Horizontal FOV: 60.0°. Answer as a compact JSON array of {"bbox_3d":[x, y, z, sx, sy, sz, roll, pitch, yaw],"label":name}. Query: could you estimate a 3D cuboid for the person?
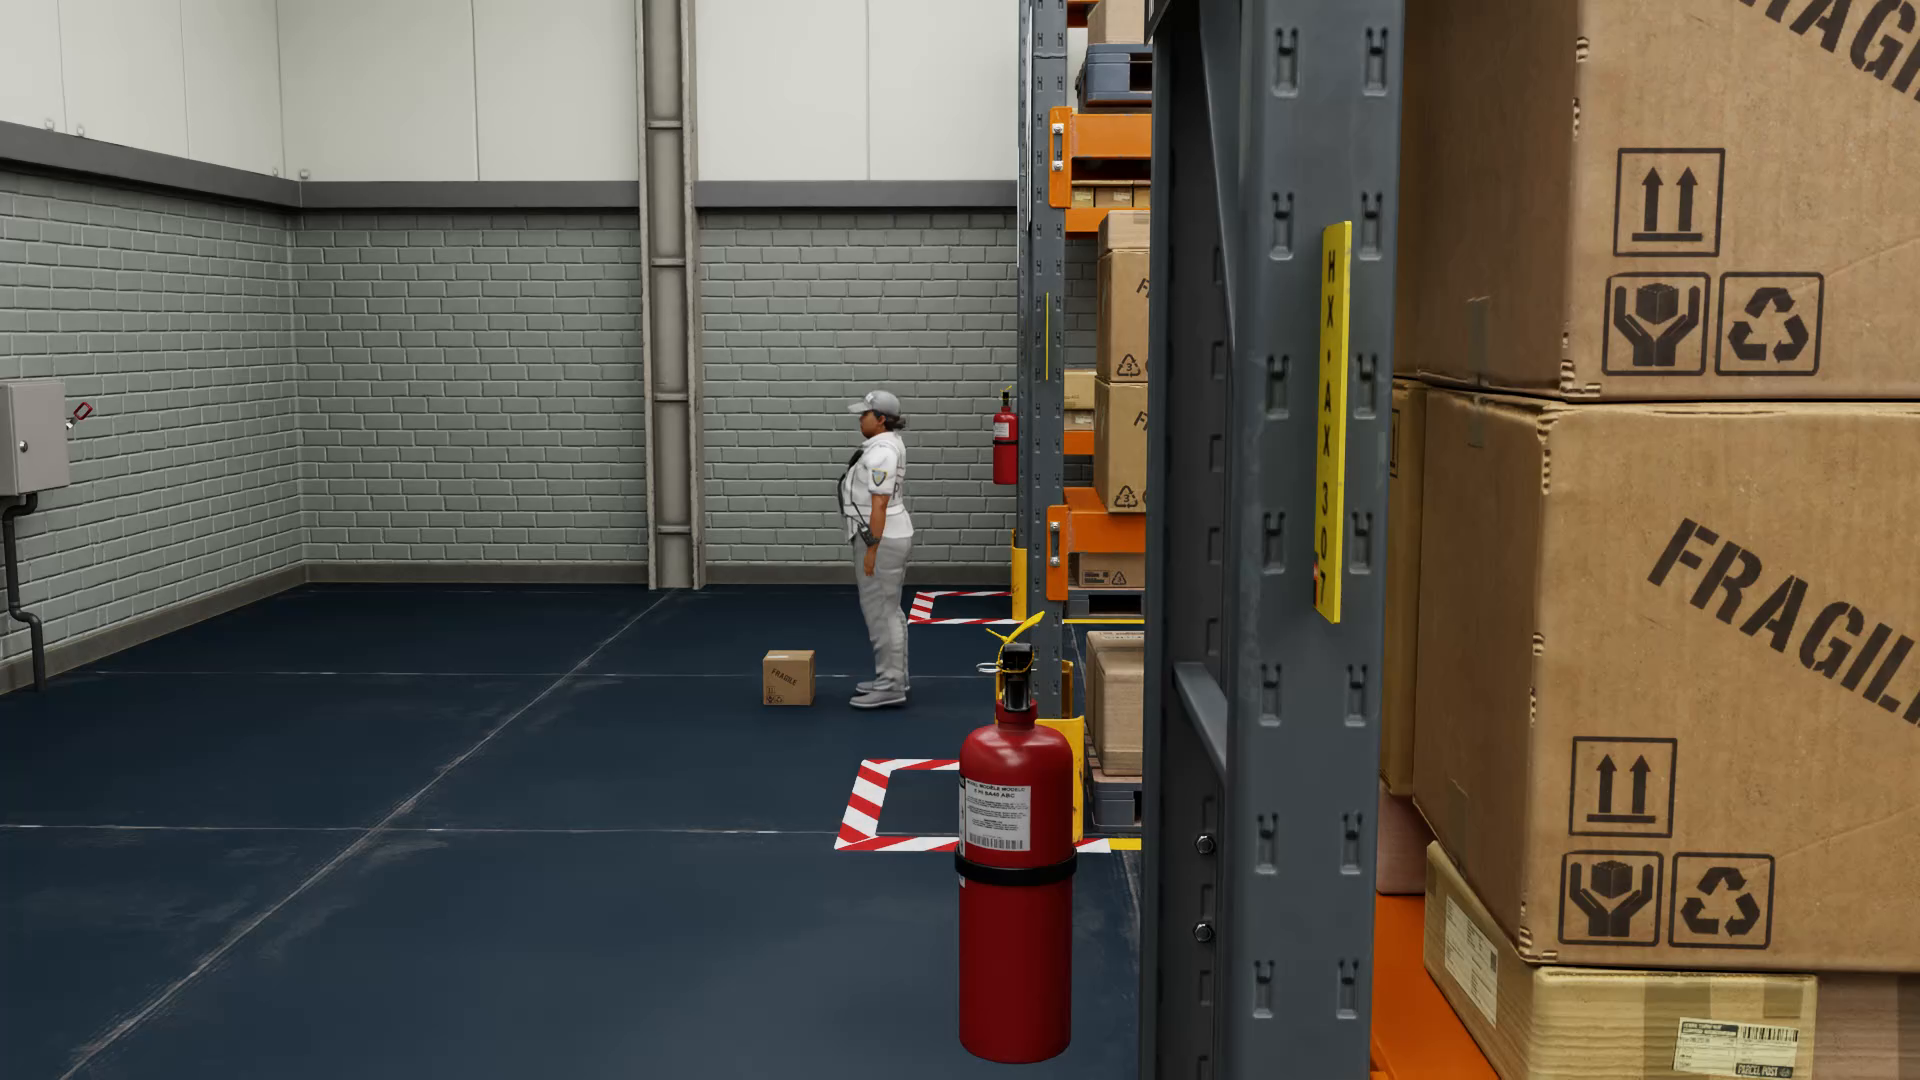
[{"bbox_3d":[-0.442,0.037,8.887,0.386,1.670,0.468,0,7,3],"label":"person"}]
